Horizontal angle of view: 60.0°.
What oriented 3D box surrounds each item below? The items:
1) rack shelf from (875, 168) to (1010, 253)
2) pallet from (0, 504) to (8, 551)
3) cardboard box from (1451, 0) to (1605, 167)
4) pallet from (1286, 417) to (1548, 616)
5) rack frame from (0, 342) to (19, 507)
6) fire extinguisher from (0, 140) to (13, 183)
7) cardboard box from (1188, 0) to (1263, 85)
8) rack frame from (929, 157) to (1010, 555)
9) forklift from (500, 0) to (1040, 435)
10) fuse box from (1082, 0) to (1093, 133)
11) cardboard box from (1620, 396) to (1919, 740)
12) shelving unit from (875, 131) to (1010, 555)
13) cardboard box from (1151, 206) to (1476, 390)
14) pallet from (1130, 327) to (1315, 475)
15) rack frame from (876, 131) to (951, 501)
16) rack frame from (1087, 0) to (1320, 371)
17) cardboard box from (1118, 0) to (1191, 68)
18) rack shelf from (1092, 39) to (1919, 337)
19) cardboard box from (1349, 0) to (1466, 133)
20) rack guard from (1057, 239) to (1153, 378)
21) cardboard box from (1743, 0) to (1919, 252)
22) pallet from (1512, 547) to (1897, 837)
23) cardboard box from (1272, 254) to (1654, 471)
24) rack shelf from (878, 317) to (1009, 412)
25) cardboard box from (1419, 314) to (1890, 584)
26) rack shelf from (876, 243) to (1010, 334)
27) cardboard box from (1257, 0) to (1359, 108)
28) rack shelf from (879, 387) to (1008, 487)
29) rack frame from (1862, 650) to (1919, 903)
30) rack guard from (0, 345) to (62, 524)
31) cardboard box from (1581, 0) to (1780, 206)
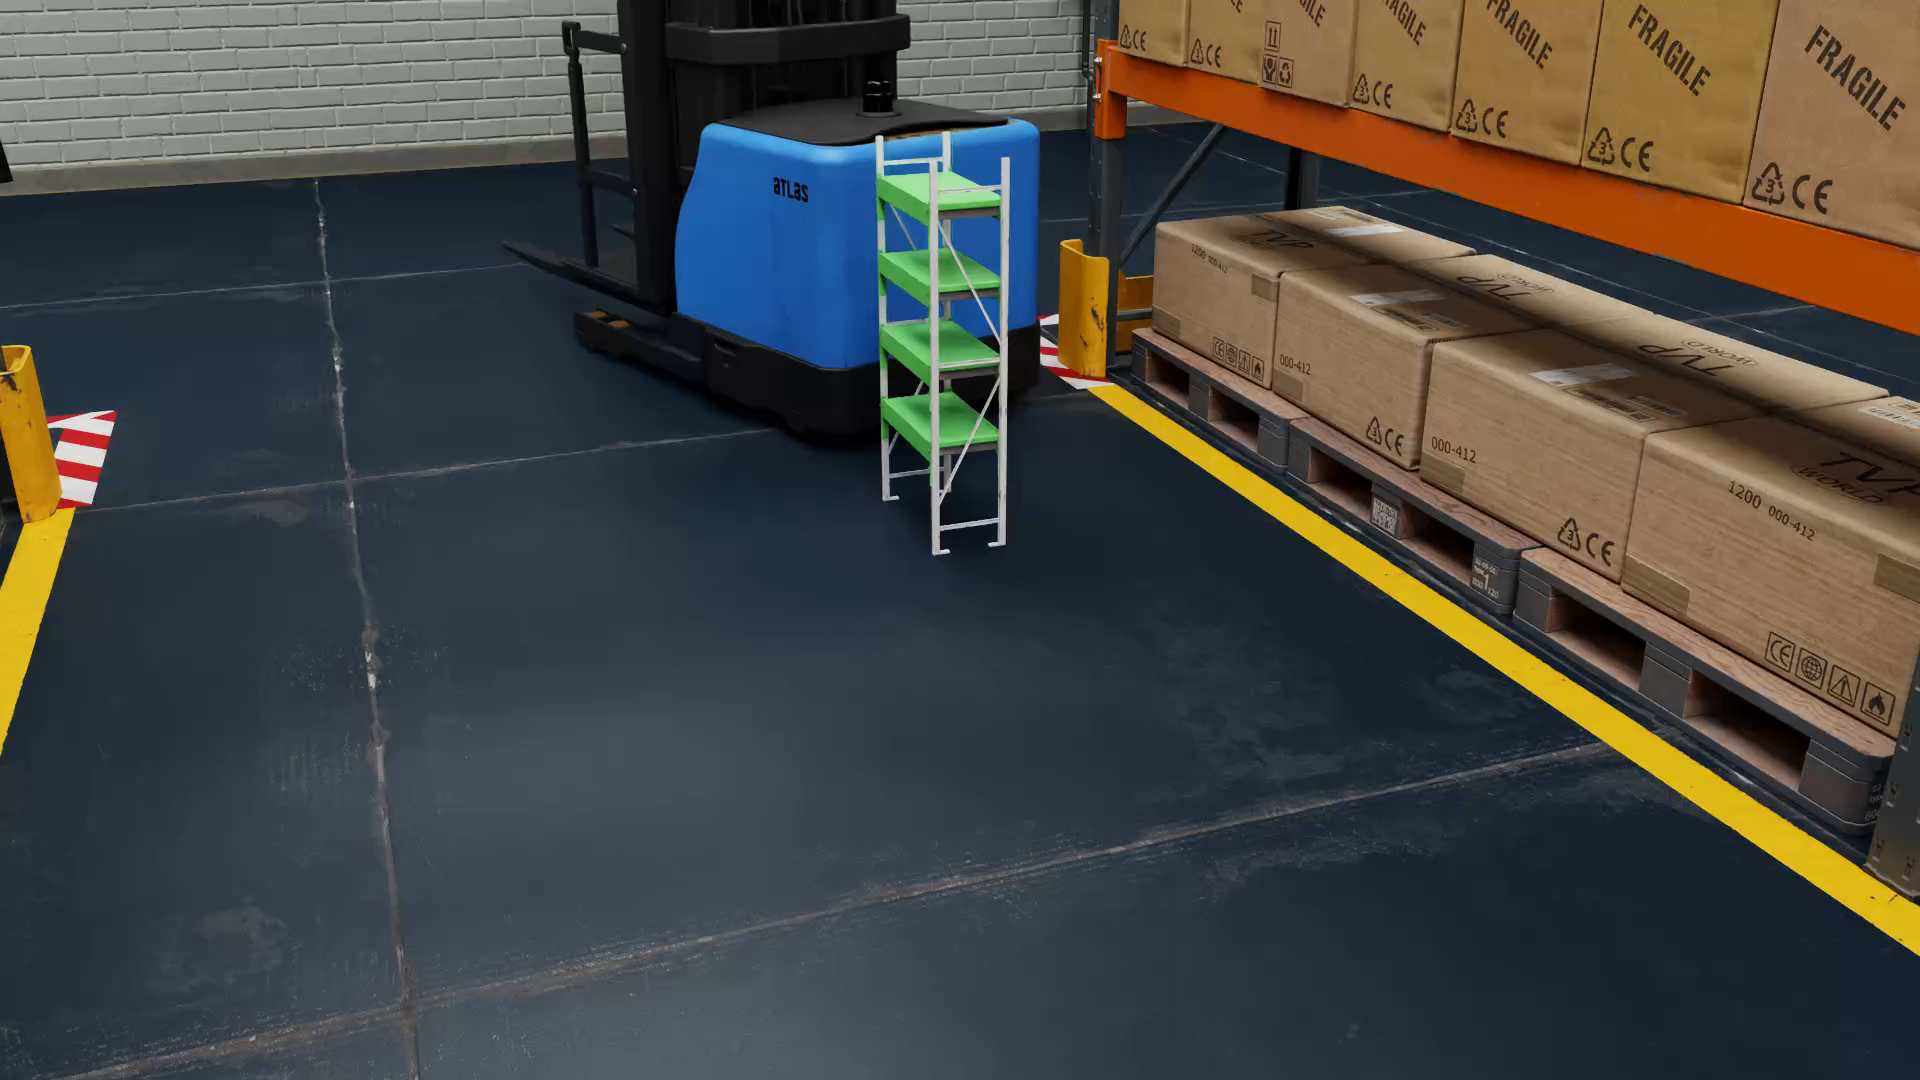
[{"bbox_3d":[-0.058,-0.996,4.998,0.258,0.148,0.480,-8,24,-19],"label":"rack shelf"},{"bbox_3d":[-3.303,0.156,4.608,1.003,0.211,1.213,-8,24,-19],"label":"pallet"},{"bbox_3d":[1.643,-1.265,4.262,0.500,0.500,0.500,-9,24,-20],"label":"cardboard box"},{"bbox_3d":[1.794,-0.165,5.370,1.003,0.211,1.213,-8,24,-19],"label":"pallet"},{"bbox_3d":[-3.584,-1.457,4.844,1.000,3.000,0.127,-8,24,-19],"label":"rack frame"},{"bbox_3d":[-3.241,-1.404,5.299,0.296,0.674,0.183,-8,24,-19],"label":"fire extinguisher"},{"bbox_3d":[1.117,-1.825,5.589,0.500,0.500,0.500,-9,24,-20],"label":"cardboard box"},{"bbox_3d":[0.028,-0.524,4.949,0.240,1.200,0.015,-8,24,-19],"label":"rack frame"},{"bbox_3d":[-1.018,-2.229,6.764,1.130,2.935,3.031,-18,29,-36],"label":"forklift"},{"bbox_3d":[1.015,-3.860,12.204,0.539,1.711,0.414,-8,24,-19],"label":"fuse box"},{"bbox_3d":[2.303,0.025,4.086,0.875,0.438,0.875,-9,24,-20],"label":"cardboard box"},{"bbox_3d":[-0.058,-0.613,5.160,0.258,1.200,0.503,-8,24,-19],"label":"shelving unit"},{"bbox_3d":[1.338,-0.959,6.422,0.875,0.438,0.875,-9,25,-21],"label":"cardboard box"},{"bbox_3d":[1.367,-0.608,6.420,1.003,0.211,1.213,-8,24,-19],"label":"pallet"},{"bbox_3d":[-0.145,-0.702,5.370,0.240,1.200,0.015,-8,24,-19],"label":"rack frame"},{"bbox_3d":[1.012,-2.172,6.542,1.000,3.000,0.127,-8,24,-19],"label":"rack frame"},{"bbox_3d":[0.913,-2.005,6.016,0.500,0.500,0.500,-9,24,-19],"label":"cardboard box"},{"bbox_3d":[1.718,-1.114,4.958,1.077,0.370,4.000,-8,24,-19],"label":"rack shelf"},{"bbox_3d":[1.473,-1.458,4.718,0.500,0.500,0.500,-8,24,-17],"label":"cardboard box"},{"bbox_3d":[1.003,-1.029,7.049,1.175,0.500,0.348,-8,24,-19],"label":"rack guard"},{"bbox_3d":[2.022,-0.899,3.391,0.500,0.500,0.500,-8,24,-19],"label":"cardboard box"},{"bbox_3d":[2.229,0.279,4.317,1.003,0.211,1.213,-8,24,-19],"label":"pallet"},{"bbox_3d":[1.669,-0.628,5.636,0.875,0.438,0.875,-8,24,-18],"label":"cardboard box"},{"bbox_3d":[-0.058,-0.554,5.184,0.258,0.148,0.480,-8,24,-19],"label":"rack shelf"},{"bbox_3d":[1.986,-0.300,4.858,0.875,0.438,0.875,-9,25,-21],"label":"cardboard box"},{"bbox_3d":[-0.058,-0.775,5.091,0.258,0.148,0.480,-8,24,-19],"label":"rack shelf"},{"bbox_3d":[1.280,-1.638,5.144,0.500,0.500,0.500,-8,24,-19],"label":"cardboard box"},{"bbox_3d":[-0.058,-0.333,5.278,0.258,0.148,0.480,-8,24,-19],"label":"rack shelf"},{"bbox_3d":[2.425,-0.719,3.094,1.000,3.000,0.127,-8,24,-19],"label":"rack frame"},{"bbox_3d":[-3.557,-0.277,5.264,1.175,0.500,0.348,-8,24,-19],"label":"rack guard"},{"bbox_3d":[1.835,-1.085,3.833,0.500,0.500,0.500,-9,24,-20],"label":"cardboard box"}]
